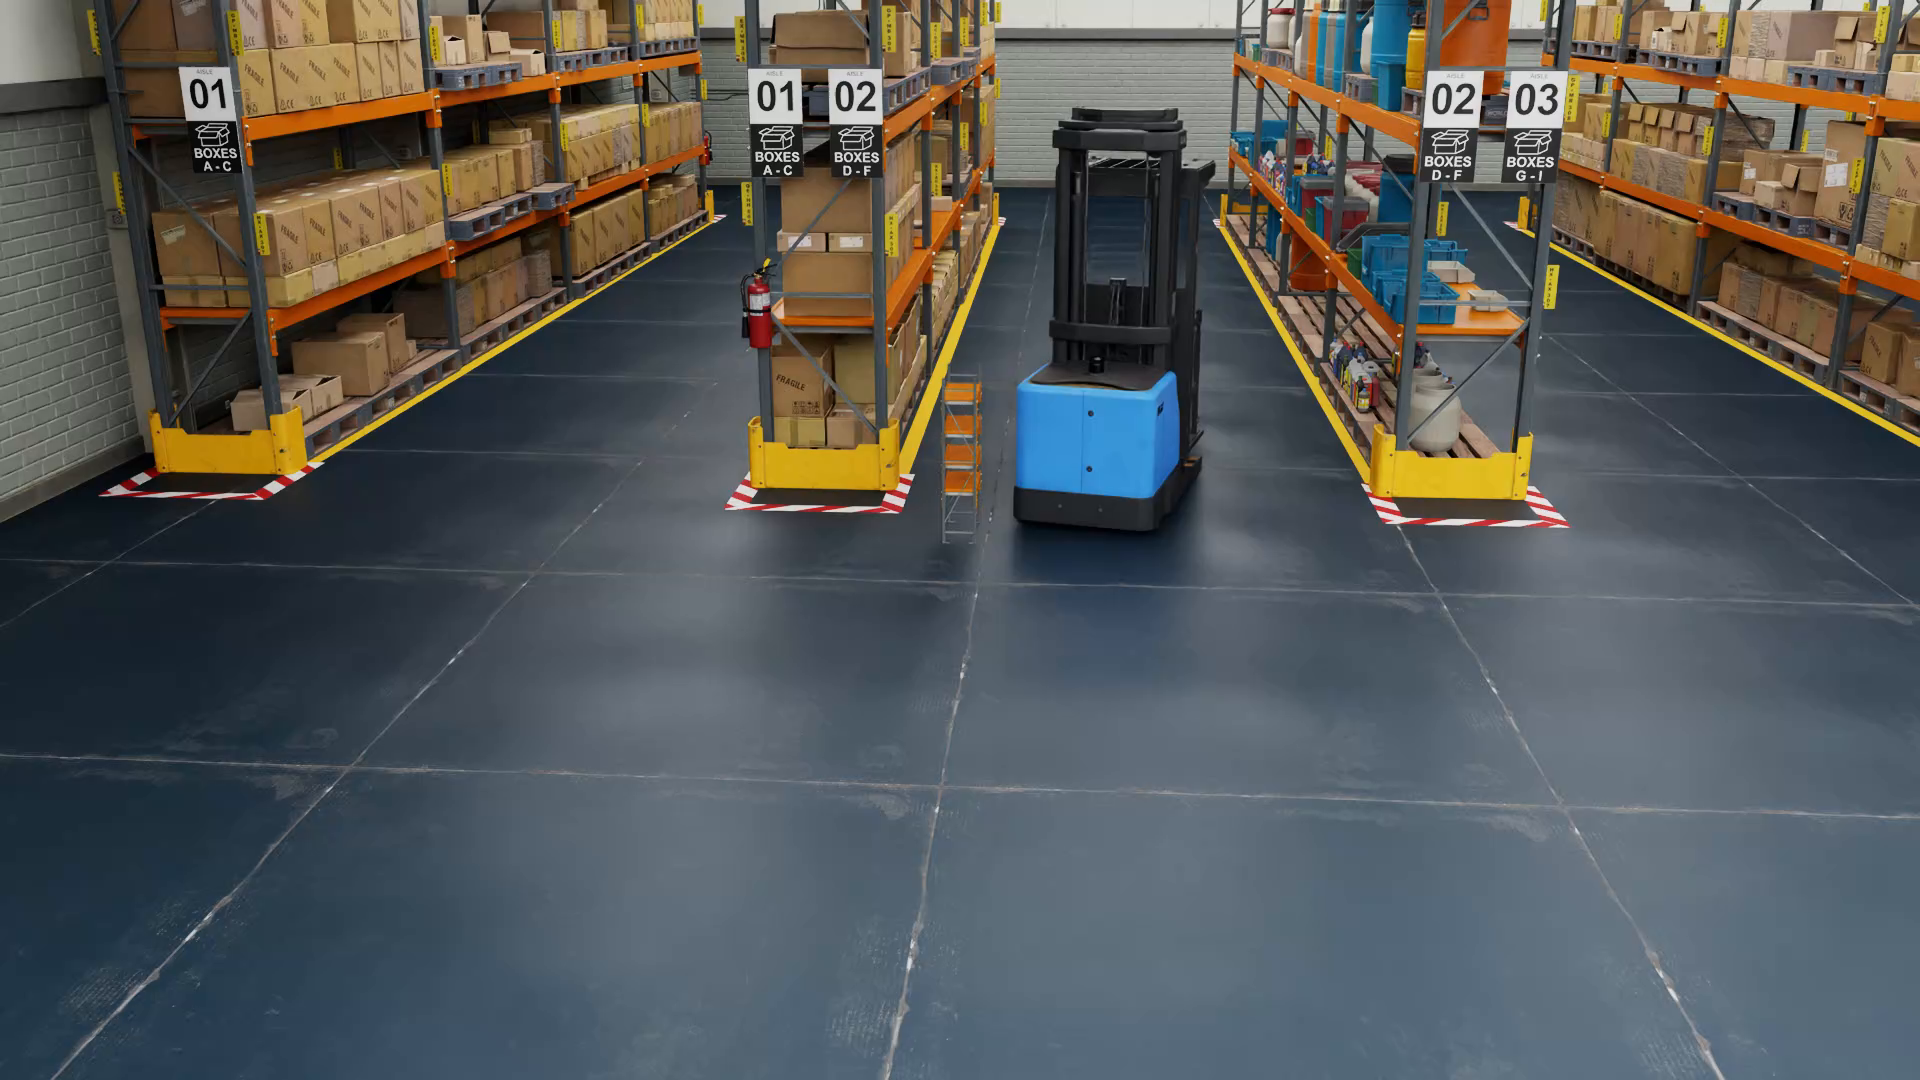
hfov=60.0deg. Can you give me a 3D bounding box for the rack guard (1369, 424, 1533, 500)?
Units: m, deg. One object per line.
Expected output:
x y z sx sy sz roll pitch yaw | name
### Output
3.824 -0.612 12.989 1.175 0.500 0.348 1 18 4 | rack guard

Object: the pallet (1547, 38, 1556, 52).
9.910 -7.787 26.196 1.003 0.211 1.213 1 18 4 | pallet

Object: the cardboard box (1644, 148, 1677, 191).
9.281 -4.830 21.686 0.500 0.500 0.500 2 18 5 | cardboard box

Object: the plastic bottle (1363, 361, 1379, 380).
3.786 -1.505 15.367 0.152 0.276 0.135 1 18 4 | plastic bottle

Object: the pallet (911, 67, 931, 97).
-0.823 -4.248 15.394 1.003 0.211 1.213 1 18 4 | pallet

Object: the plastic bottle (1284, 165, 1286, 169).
4.324 -4.848 22.106 0.097 0.271 0.097 0 18 0 | plastic bottle

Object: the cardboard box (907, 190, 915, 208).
-0.629 -3.238 15.786 0.380 0.149 0.250 1 18 2 | cardboard box

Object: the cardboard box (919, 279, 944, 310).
-0.433 -2.728 18.272 0.500 0.311 0.500 1 18 2 | cardboard box

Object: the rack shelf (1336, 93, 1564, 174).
4.009 -3.480 14.066 1.077 0.370 4.000 1 18 4 | rack shelf

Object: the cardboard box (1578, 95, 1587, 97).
9.614 -6.762 26.303 0.500 0.500 0.500 1 18 3 | cardboard box

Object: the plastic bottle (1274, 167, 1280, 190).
4.125 -4.695 21.622 0.061 0.283 0.133 1 18 4 | plastic bottle

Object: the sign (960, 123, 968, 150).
0.053 -4.911 20.234 0.100 0.325 0.005 1 18 4 | sign

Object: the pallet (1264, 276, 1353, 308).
4.454 -3.181 21.292 1.003 0.211 1.213 1 18 4 | pallet

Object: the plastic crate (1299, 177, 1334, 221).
4.018 -3.796 18.587 0.402 0.464 0.583 1 18 4 | plastic crate

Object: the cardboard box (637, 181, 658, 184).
-5.099 -5.716 26.848 0.380 0.149 0.250 1 18 4 | cardboard box

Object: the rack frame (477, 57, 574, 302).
-5.442 -4.481 20.783 1.000 3.000 0.127 1 18 4 | rack frame

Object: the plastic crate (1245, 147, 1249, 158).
4.551 -5.953 25.602 0.293 0.136 0.466 1 18 4 | plastic crate

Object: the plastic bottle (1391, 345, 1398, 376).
4.250 -1.765 16.040 0.144 0.351 0.185 1 18 4 | plastic bottle

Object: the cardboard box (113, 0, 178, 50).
-6.245 -4.094 12.985 0.500 0.500 0.500 2 18 6 | cardboard box

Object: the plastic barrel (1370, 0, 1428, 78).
3.975 -4.574 14.770 0.600 0.901 0.708 1 18 4 | plastic barrel

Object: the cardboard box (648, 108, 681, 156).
-5.000 -6.487 26.422 0.980 0.700 0.700 0 18 1 | cardboard box

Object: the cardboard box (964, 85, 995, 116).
0.315 -7.235 27.419 0.500 0.500 0.500 1 18 3 | cardboard box

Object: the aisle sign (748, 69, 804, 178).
-1.372 -3.109 12.419 0.394 0.787 0.004 1 18 4 | aisle sign

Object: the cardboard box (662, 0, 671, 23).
-4.764 -8.210 25.545 0.500 0.500 0.500 1 18 4 | cardboard box

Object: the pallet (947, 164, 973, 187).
-0.366 -4.885 22.322 1.003 0.211 1.213 1 18 4 | pallet

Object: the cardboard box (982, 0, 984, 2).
-0.010 -8.022 25.004 0.700 0.500 0.500 1 18 4 | cardboard box

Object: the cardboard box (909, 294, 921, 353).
-0.650 -2.075 15.976 0.500 0.500 0.500 1 18 4 | cardboard box

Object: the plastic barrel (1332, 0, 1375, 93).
3.973 -4.844 16.268 0.600 0.901 0.708 1 18 4 | plastic barrel

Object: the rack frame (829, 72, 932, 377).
-0.788 -3.130 16.657 1.000 3.000 0.127 1 18 4 | rack frame

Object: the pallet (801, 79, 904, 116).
-0.998 -3.490 13.081 1.003 0.211 1.213 1 18 4 | pallet

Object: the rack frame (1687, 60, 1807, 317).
9.380 -4.150 19.770 1.000 3.000 0.127 1 18 4 | rack frame

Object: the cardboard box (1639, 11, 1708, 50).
9.635 -6.884 22.463 0.700 0.500 0.500 2 18 5 | cardboard box

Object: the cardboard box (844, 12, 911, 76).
-0.683 -4.136 13.852 0.500 0.500 0.500 1 18 4 | cardboard box

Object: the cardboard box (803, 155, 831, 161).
-0.992 -2.876 13.639 0.700 0.500 0.500 1 18 2 | cardboard box

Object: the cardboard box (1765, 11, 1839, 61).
9.020 -5.406 17.824 0.500 0.500 0.500 1 18 2 | cardboard box

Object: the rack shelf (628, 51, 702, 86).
-5.012 -7.429 26.115 1.077 0.370 4.000 1 18 4 | rack shelf

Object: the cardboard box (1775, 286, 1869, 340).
9.251 -2.440 17.861 0.700 0.500 0.500 0 18 -1 | cardboard box

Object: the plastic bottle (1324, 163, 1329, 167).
4.932 -4.930 22.351 0.152 0.276 0.135 1 18 4 | plastic bottle

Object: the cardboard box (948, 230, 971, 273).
-0.110 -3.847 22.153 0.500 0.500 0.500 1 18 3 | cardboard box

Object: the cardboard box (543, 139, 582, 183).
-5.152 -4.825 21.161 0.500 0.500 0.500 2 18 6 | cardboard box

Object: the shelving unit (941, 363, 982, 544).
0.012 -0.622 11.893 0.258 1.200 0.503 1 18 4 | shelving unit

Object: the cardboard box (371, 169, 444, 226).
-5.454 -3.380 16.425 0.500 0.500 0.500 1 18 4 | cardboard box

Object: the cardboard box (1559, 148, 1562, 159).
9.509 -6.013 25.859 0.380 0.149 0.250 1 18 3 | cardboard box

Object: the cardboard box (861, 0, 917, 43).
-0.704 -5.230 16.613 0.500 0.500 0.500 2 18 5 | cardboard box

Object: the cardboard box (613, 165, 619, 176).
-4.999 -5.186 23.305 0.380 0.149 0.250 1 18 4 | cardboard box

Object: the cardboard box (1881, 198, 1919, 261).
8.928 -2.803 15.023 0.875 0.500 0.500 1 18 4 | cardboard box

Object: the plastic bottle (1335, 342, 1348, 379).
3.681 -1.727 15.923 0.144 0.351 0.185 2 18 5 | plastic bottle

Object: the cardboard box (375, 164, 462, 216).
-5.658 -3.653 17.387 0.700 0.500 0.500 1 18 4 | cardboard box

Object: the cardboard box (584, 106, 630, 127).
-4.980 -5.969 23.448 0.500 0.250 0.500 2 18 5 | cardboard box

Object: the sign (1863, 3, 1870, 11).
14.352 -8.345 26.353 0.100 0.325 0.005 1 18 4 | sign

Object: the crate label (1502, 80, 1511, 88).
4.330 -3.704 13.833 0.502 0.251 0.408 1 18 4 | crate label

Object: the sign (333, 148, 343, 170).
-6.283 -3.801 16.845 0.100 0.325 0.005 1 18 4 | sign

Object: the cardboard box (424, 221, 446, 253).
-5.460 -3.024 16.542 0.500 0.250 0.500 1 18 4 | cardboard box

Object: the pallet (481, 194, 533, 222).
-5.543 -3.775 18.933 1.003 0.211 1.213 1 18 4 | pallet

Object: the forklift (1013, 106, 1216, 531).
1.332 -1.877 12.945 1.130 2.935 3.031 6 19 17 | forklift
